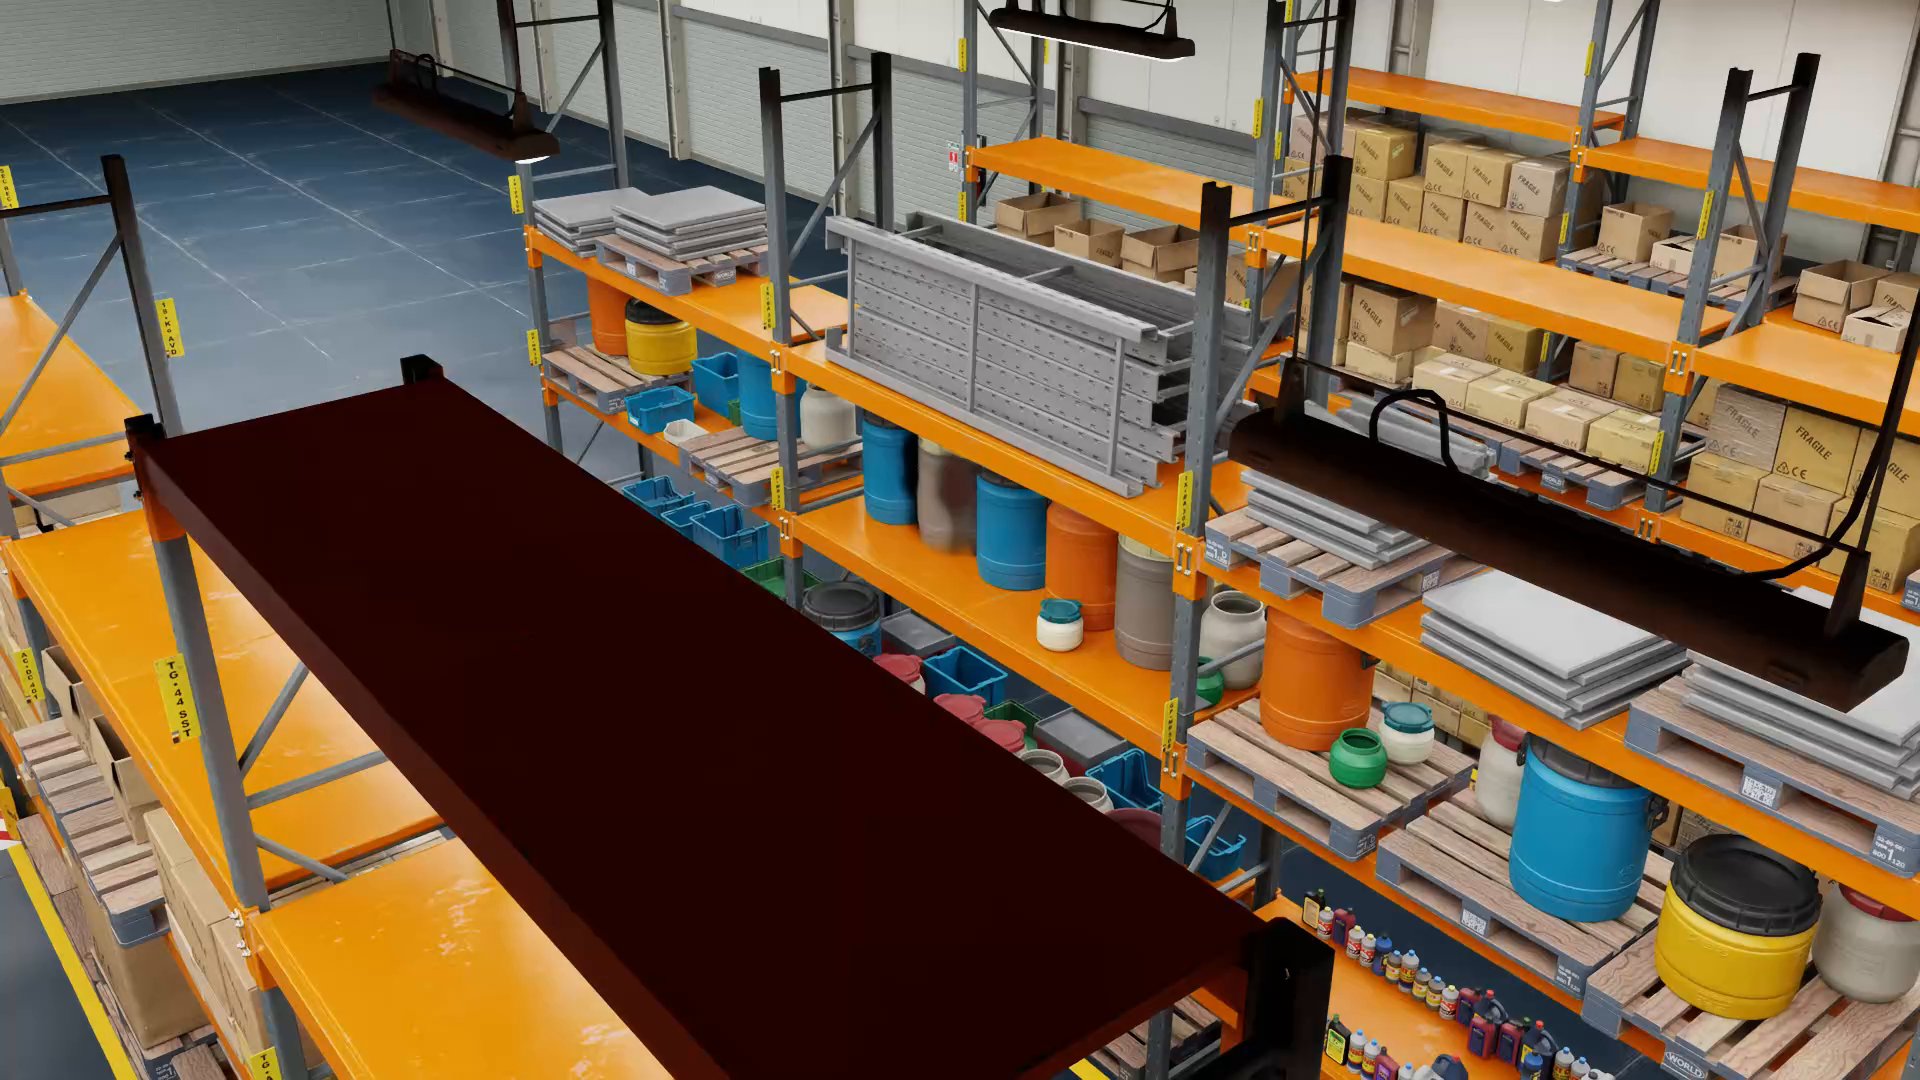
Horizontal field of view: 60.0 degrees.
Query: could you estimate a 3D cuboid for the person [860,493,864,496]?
[{"bbox_3d":[-0.771,-0.460,17.206,0.576,1.797,0.659,-21,33,-37],"label":"person"}]
